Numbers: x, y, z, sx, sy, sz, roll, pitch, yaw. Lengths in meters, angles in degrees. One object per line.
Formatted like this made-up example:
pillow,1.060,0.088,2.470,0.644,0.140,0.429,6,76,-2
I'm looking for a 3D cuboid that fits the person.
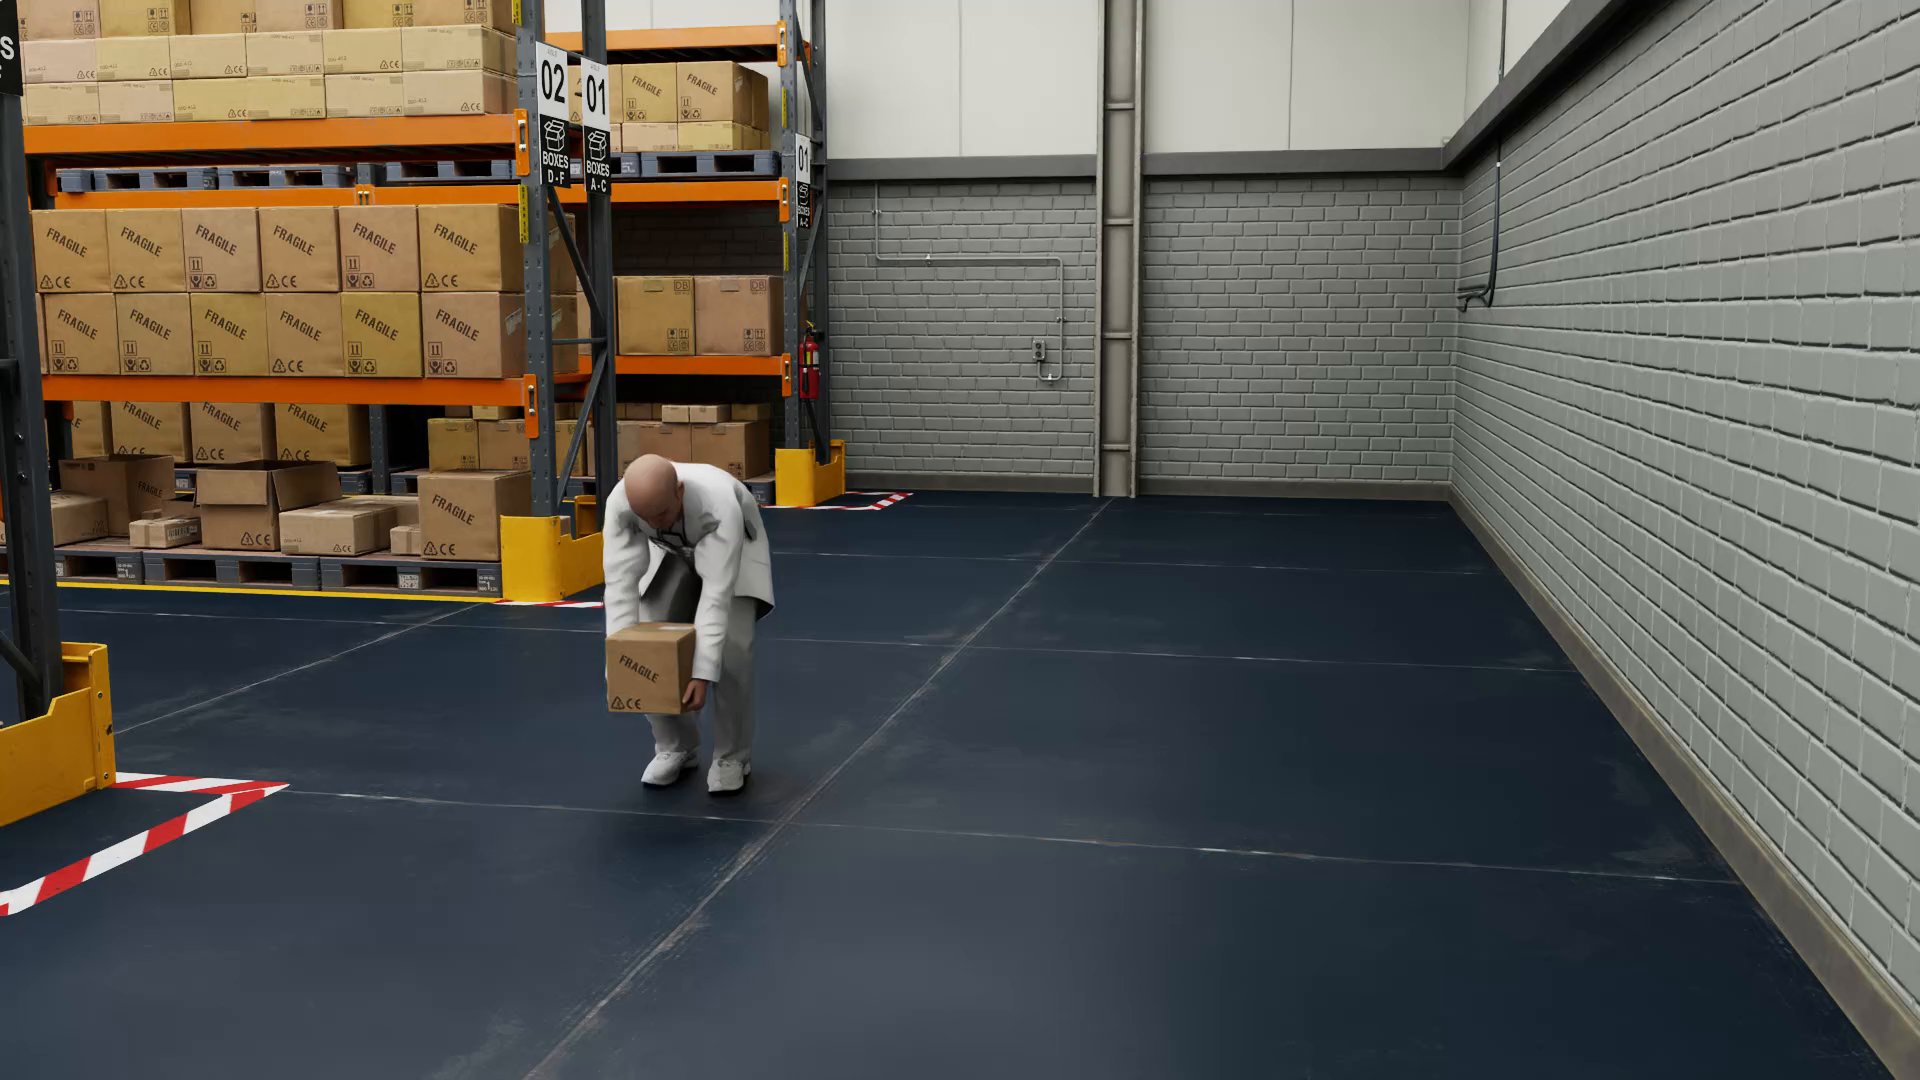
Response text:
person,-0.965,0.285,5.800,0.568,1.232,0.922,1,8,9
